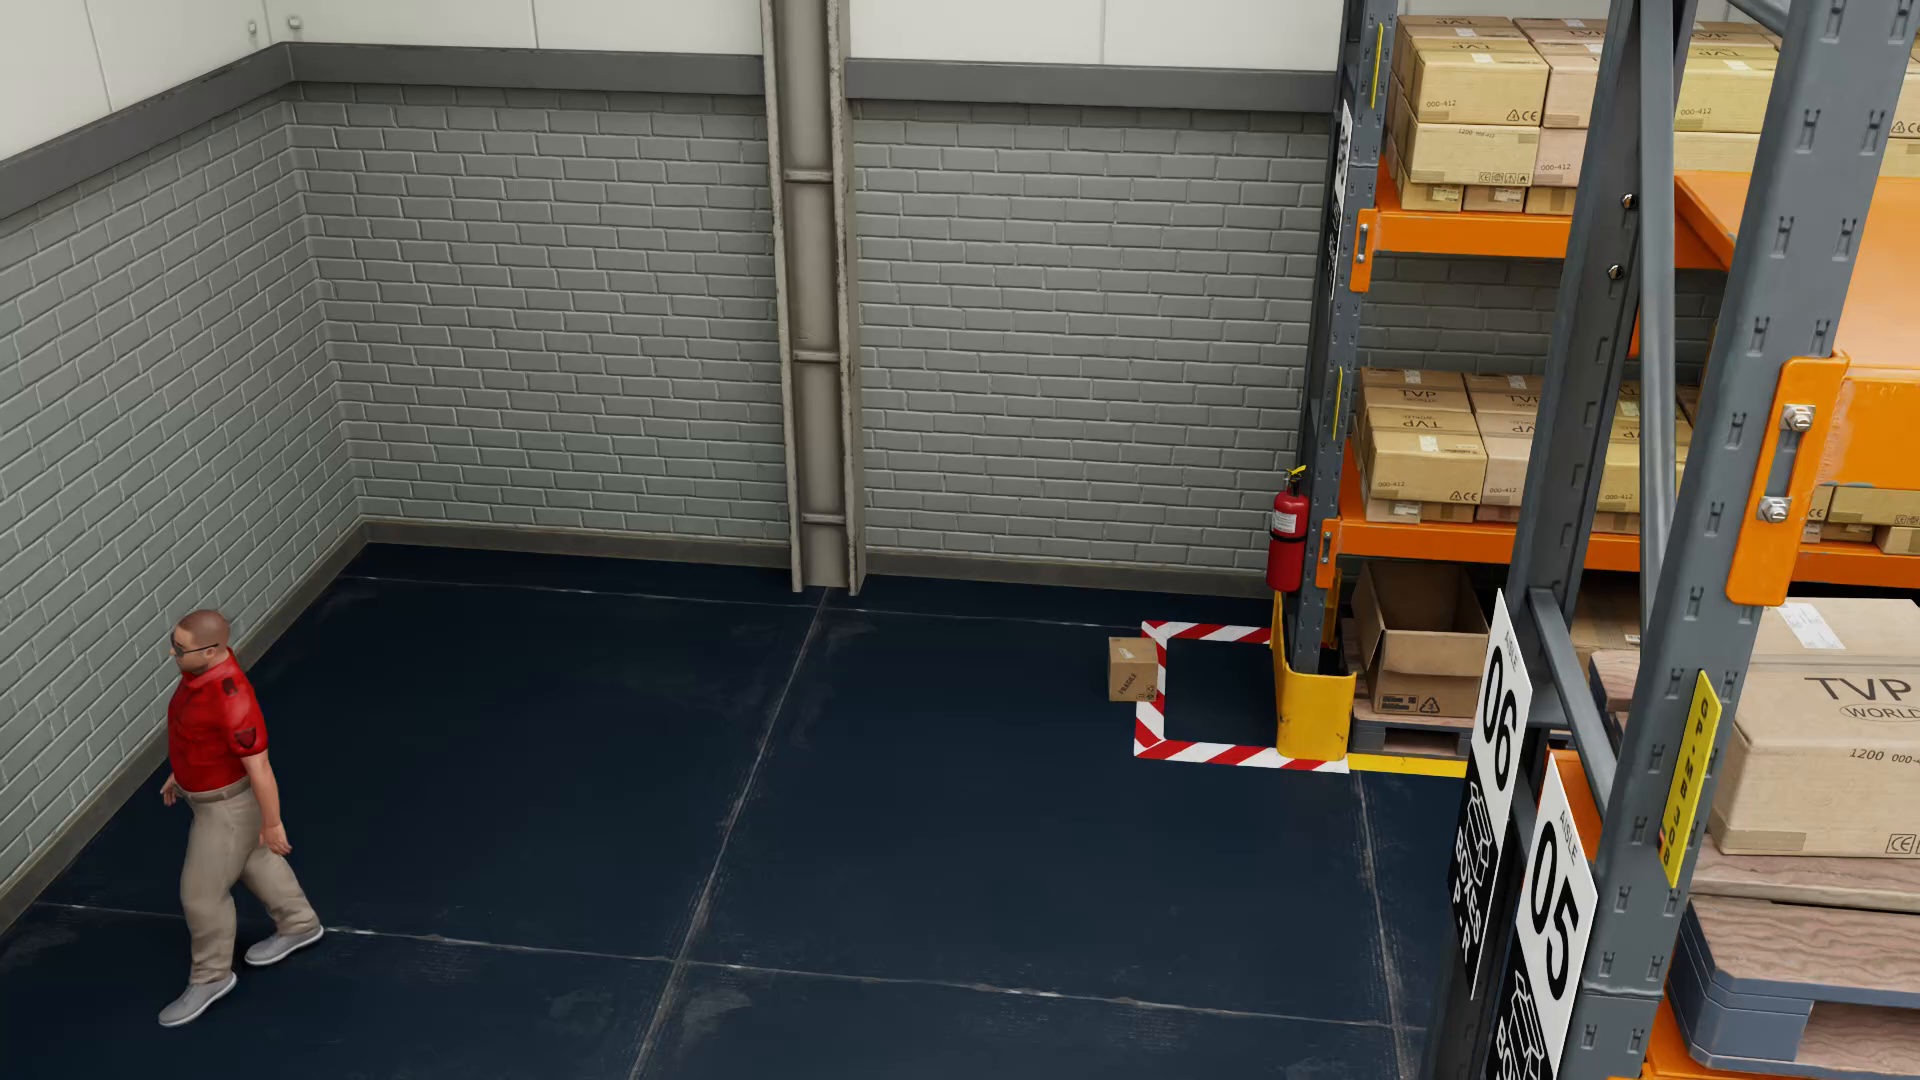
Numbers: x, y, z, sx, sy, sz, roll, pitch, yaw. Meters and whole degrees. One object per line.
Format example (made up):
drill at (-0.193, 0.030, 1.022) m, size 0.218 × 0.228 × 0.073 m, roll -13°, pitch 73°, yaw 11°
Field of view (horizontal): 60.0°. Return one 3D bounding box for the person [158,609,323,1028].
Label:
person at (-3.043, 1.067, 6.651) m, size 0.685 × 1.736 × 0.585 m, roll -14°, pitch 31°, yaw -24°
